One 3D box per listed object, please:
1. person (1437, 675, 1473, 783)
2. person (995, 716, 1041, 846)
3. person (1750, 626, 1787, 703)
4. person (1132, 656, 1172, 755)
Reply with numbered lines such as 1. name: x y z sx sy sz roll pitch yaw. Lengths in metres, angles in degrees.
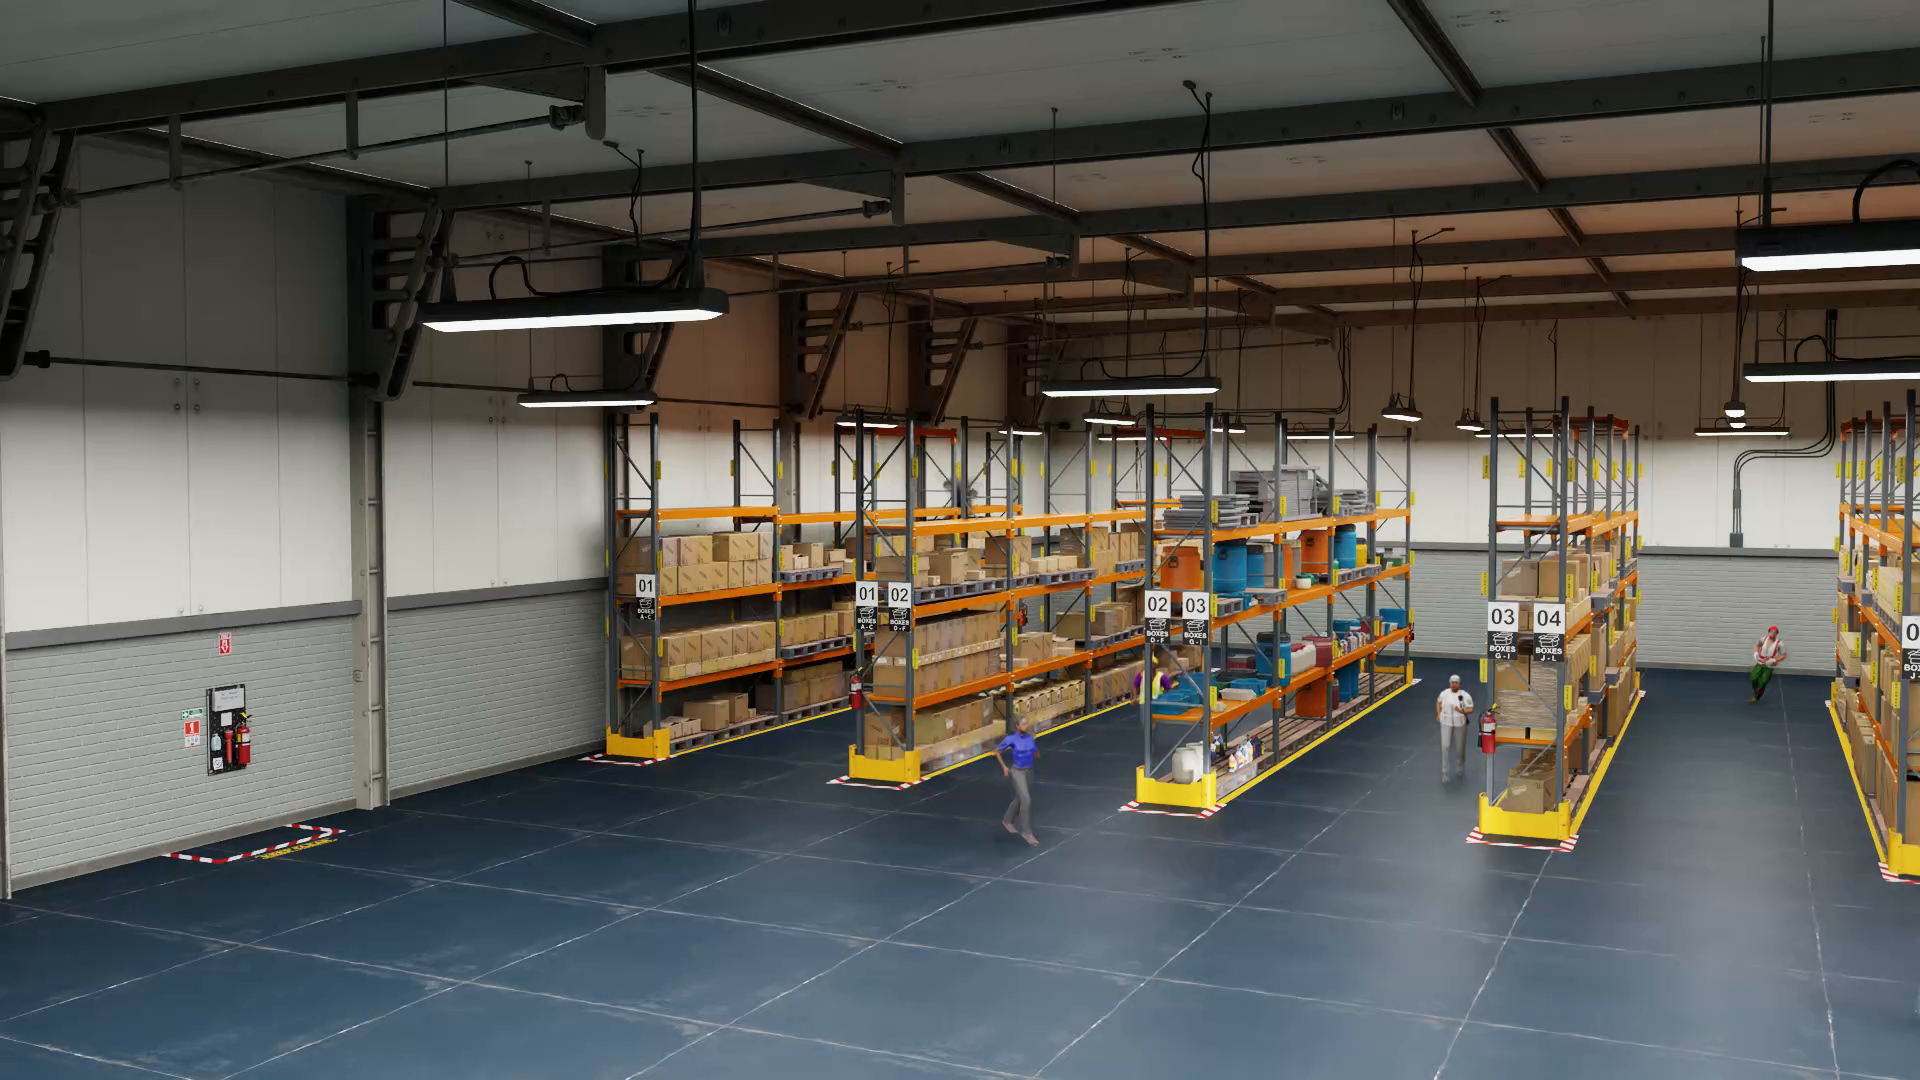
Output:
1. person: 8.000 3.023 26.906 0.594 1.689 0.895 1 3 21
2. person: 0.814 3.219 22.455 0.554 1.703 0.825 -2 3 -43
3. person: 17.164 2.659 35.353 0.516 1.693 0.733 -2 3 -44
4. person: 3.392 2.913 29.431 0.722 1.728 0.603 1 3 19
